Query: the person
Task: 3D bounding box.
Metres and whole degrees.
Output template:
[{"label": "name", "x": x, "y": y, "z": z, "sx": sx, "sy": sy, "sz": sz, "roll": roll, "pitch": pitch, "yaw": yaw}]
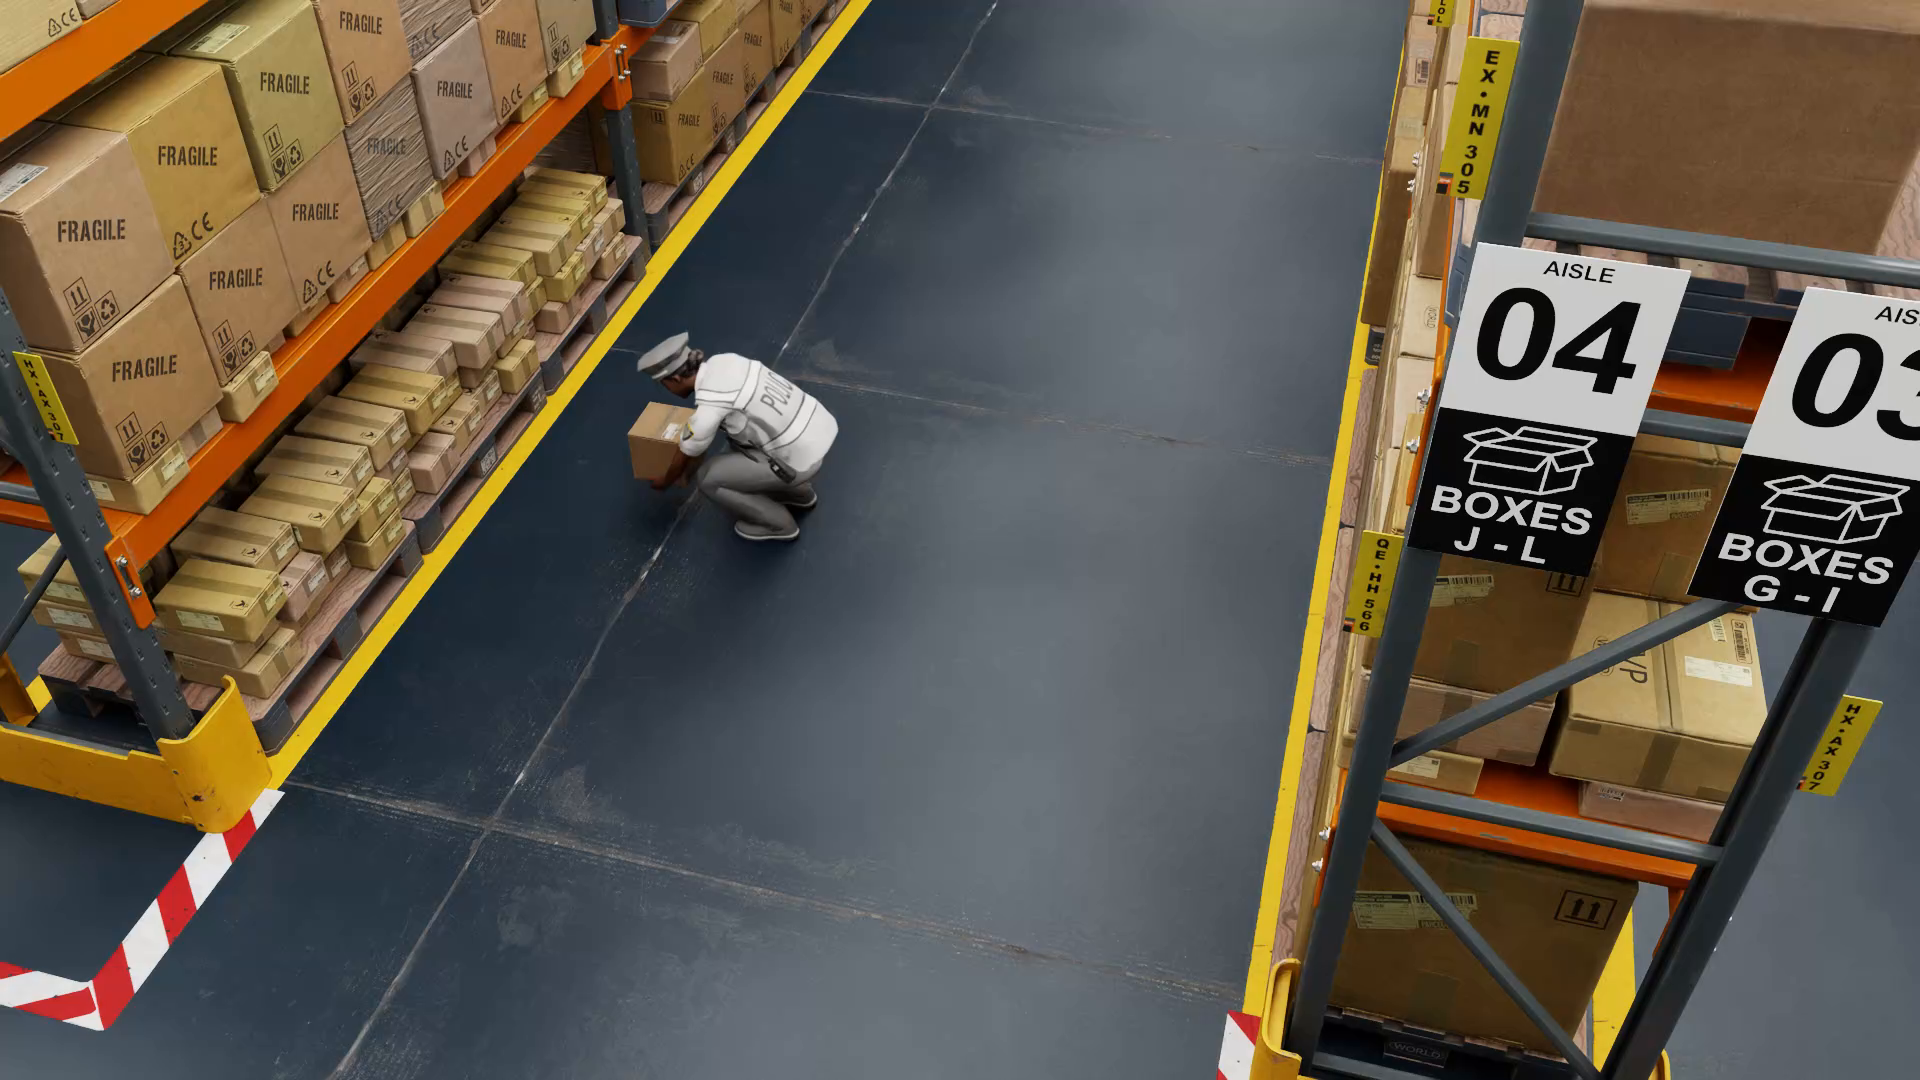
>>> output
[{"label": "person", "x": -0.964, "y": -0.464, "z": 7.237, "sx": 0.842, "sy": 0.950, "sz": 0.506, "roll": 10, "pitch": 42, "yaw": 11}]
